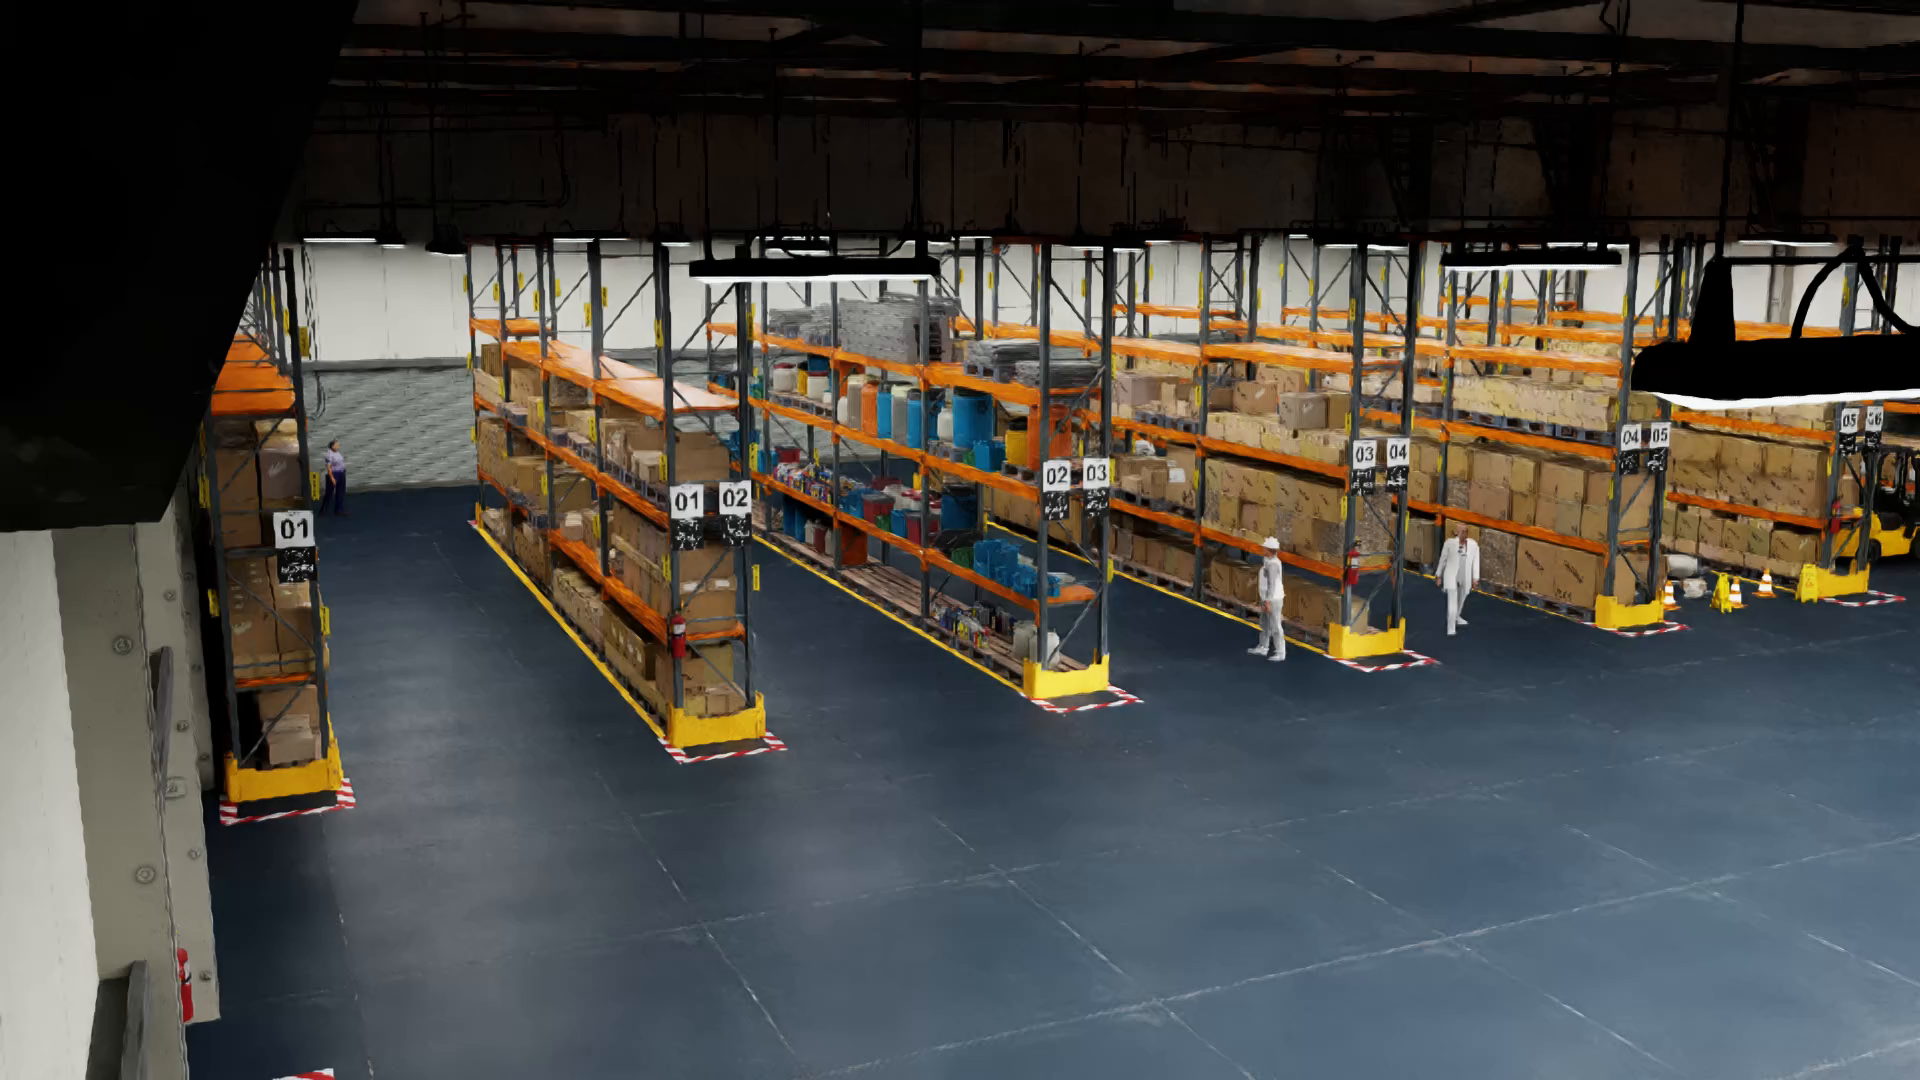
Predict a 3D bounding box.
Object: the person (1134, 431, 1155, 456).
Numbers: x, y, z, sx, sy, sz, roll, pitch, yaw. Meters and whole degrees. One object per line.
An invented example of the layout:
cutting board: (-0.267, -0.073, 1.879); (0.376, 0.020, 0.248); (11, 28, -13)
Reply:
person: (4.043, -1.579, 36.596); (0.593, 1.759, 0.474); (8, 13, 34)

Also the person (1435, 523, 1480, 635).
person: (7.695, 0.570, 25.684); (0.635, 1.728, 1.045); (0, 11, -2)

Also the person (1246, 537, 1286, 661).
person: (4.467, 0.830, 24.120); (0.560, 1.770, 0.627); (1, 11, 6)

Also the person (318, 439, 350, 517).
person: (-13.528, -1.337, 35.747); (0.476, 1.645, 0.683); (3, 11, 15)
